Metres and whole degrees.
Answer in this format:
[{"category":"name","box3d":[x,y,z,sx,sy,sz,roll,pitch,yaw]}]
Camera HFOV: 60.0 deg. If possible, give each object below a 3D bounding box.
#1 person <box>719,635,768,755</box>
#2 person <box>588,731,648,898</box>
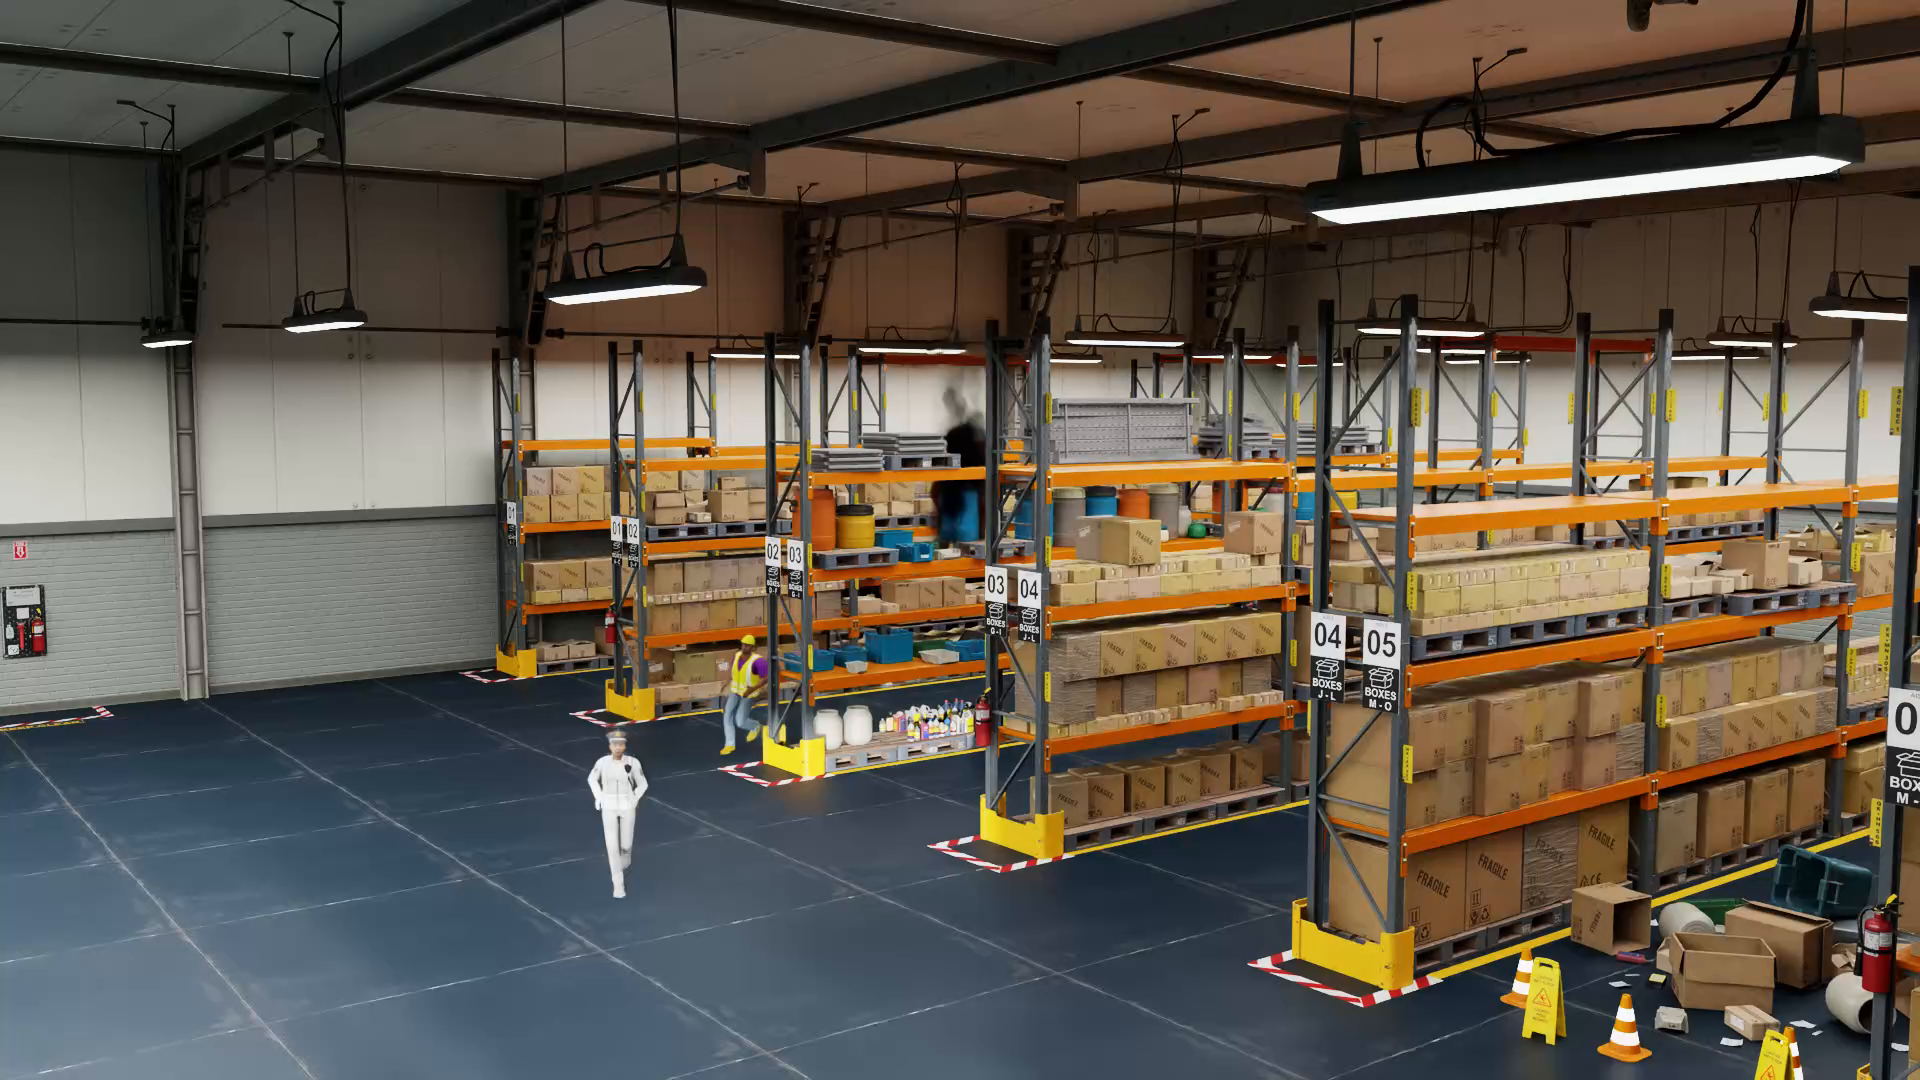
[{"category":"person","box3d":[-3.085,2.217,24.008,0.740,1.734,0.750,3,6,31]},{"category":"person","box3d":[-3.576,2.815,17.401,0.618,1.694,0.827,-1,5,-10]}]
